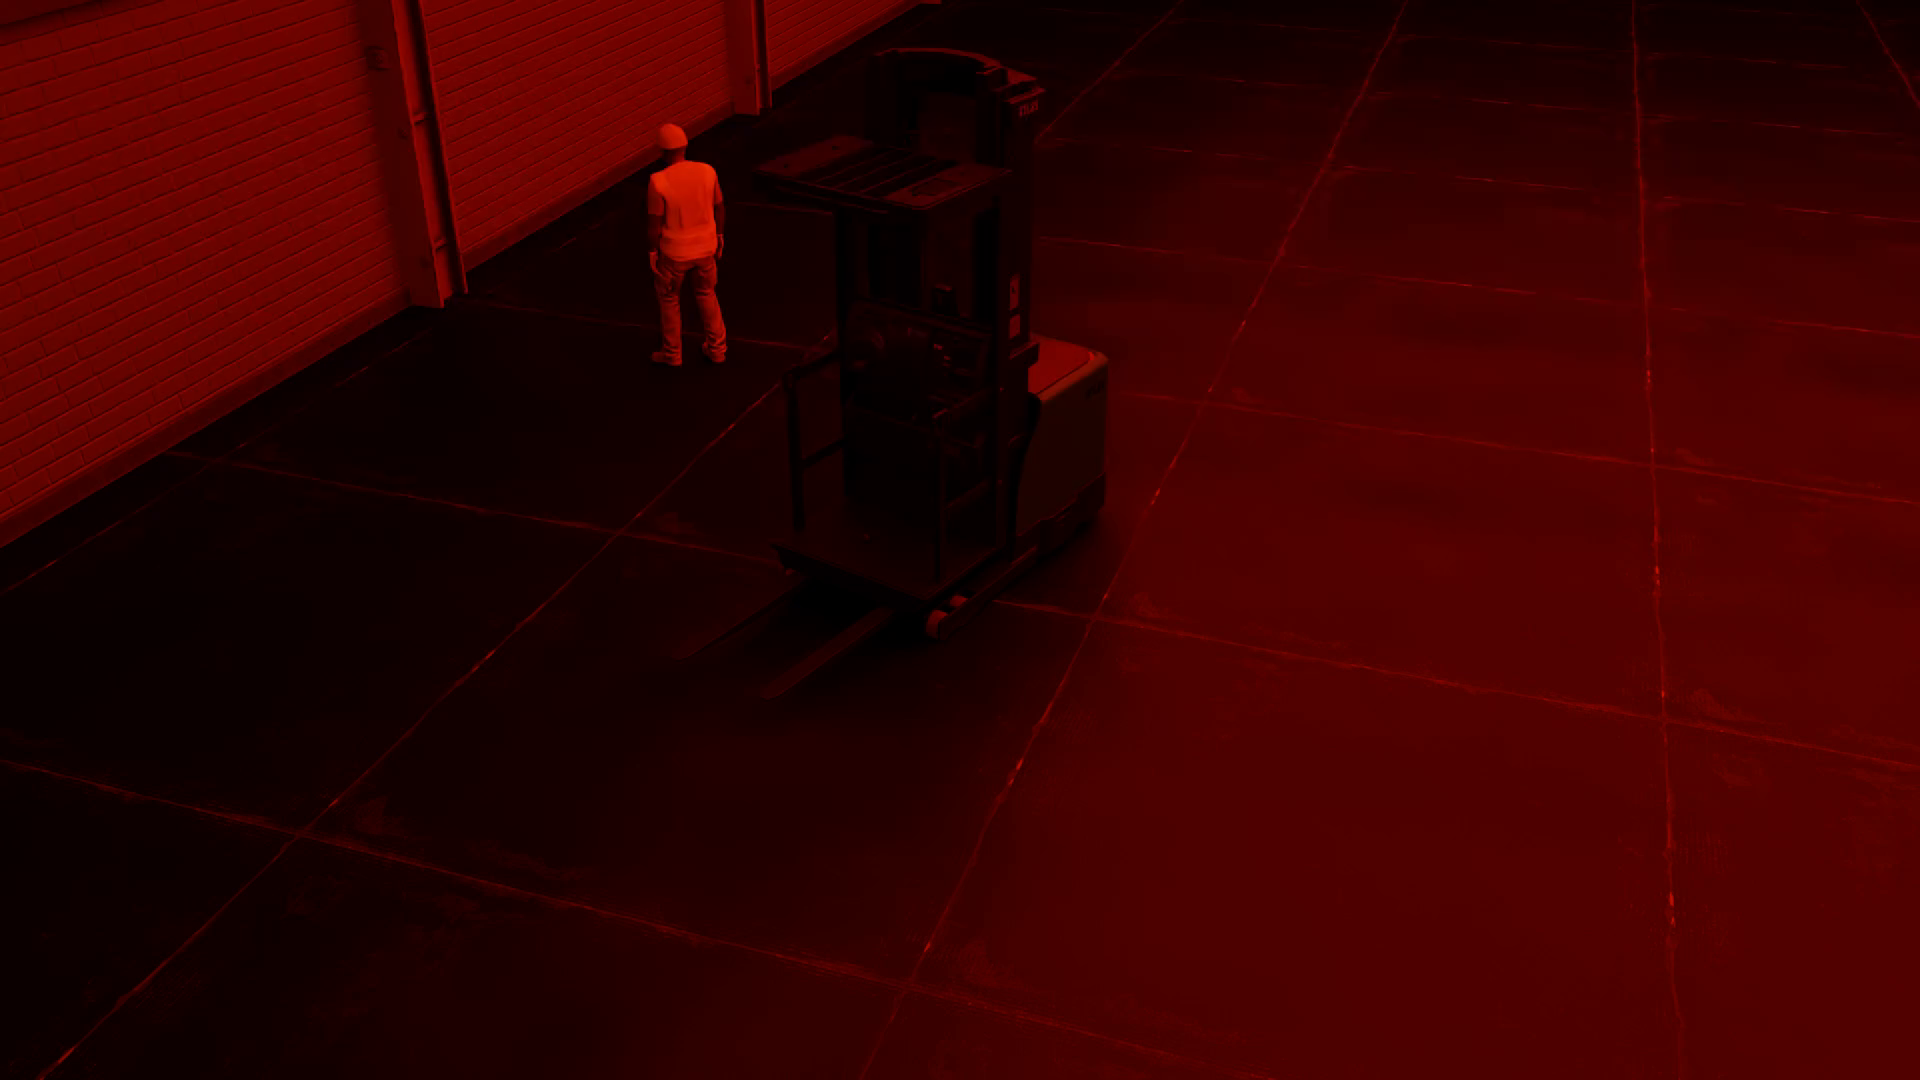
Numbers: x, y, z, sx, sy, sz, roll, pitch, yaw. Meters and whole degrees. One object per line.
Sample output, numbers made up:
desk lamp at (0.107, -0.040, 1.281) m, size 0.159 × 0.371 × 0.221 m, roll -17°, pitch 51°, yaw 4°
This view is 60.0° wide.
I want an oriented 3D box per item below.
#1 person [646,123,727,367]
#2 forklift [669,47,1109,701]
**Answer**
person at (-1.994, -2.121, 12.044) m, size 0.629 × 1.785 × 0.462 m, roll -19°, pitch 35°, yaw -30°
forklift at (-0.359, -0.992, 8.876) m, size 1.130 × 2.935 × 3.031 m, roll 19°, pitch 35°, yaw 30°
